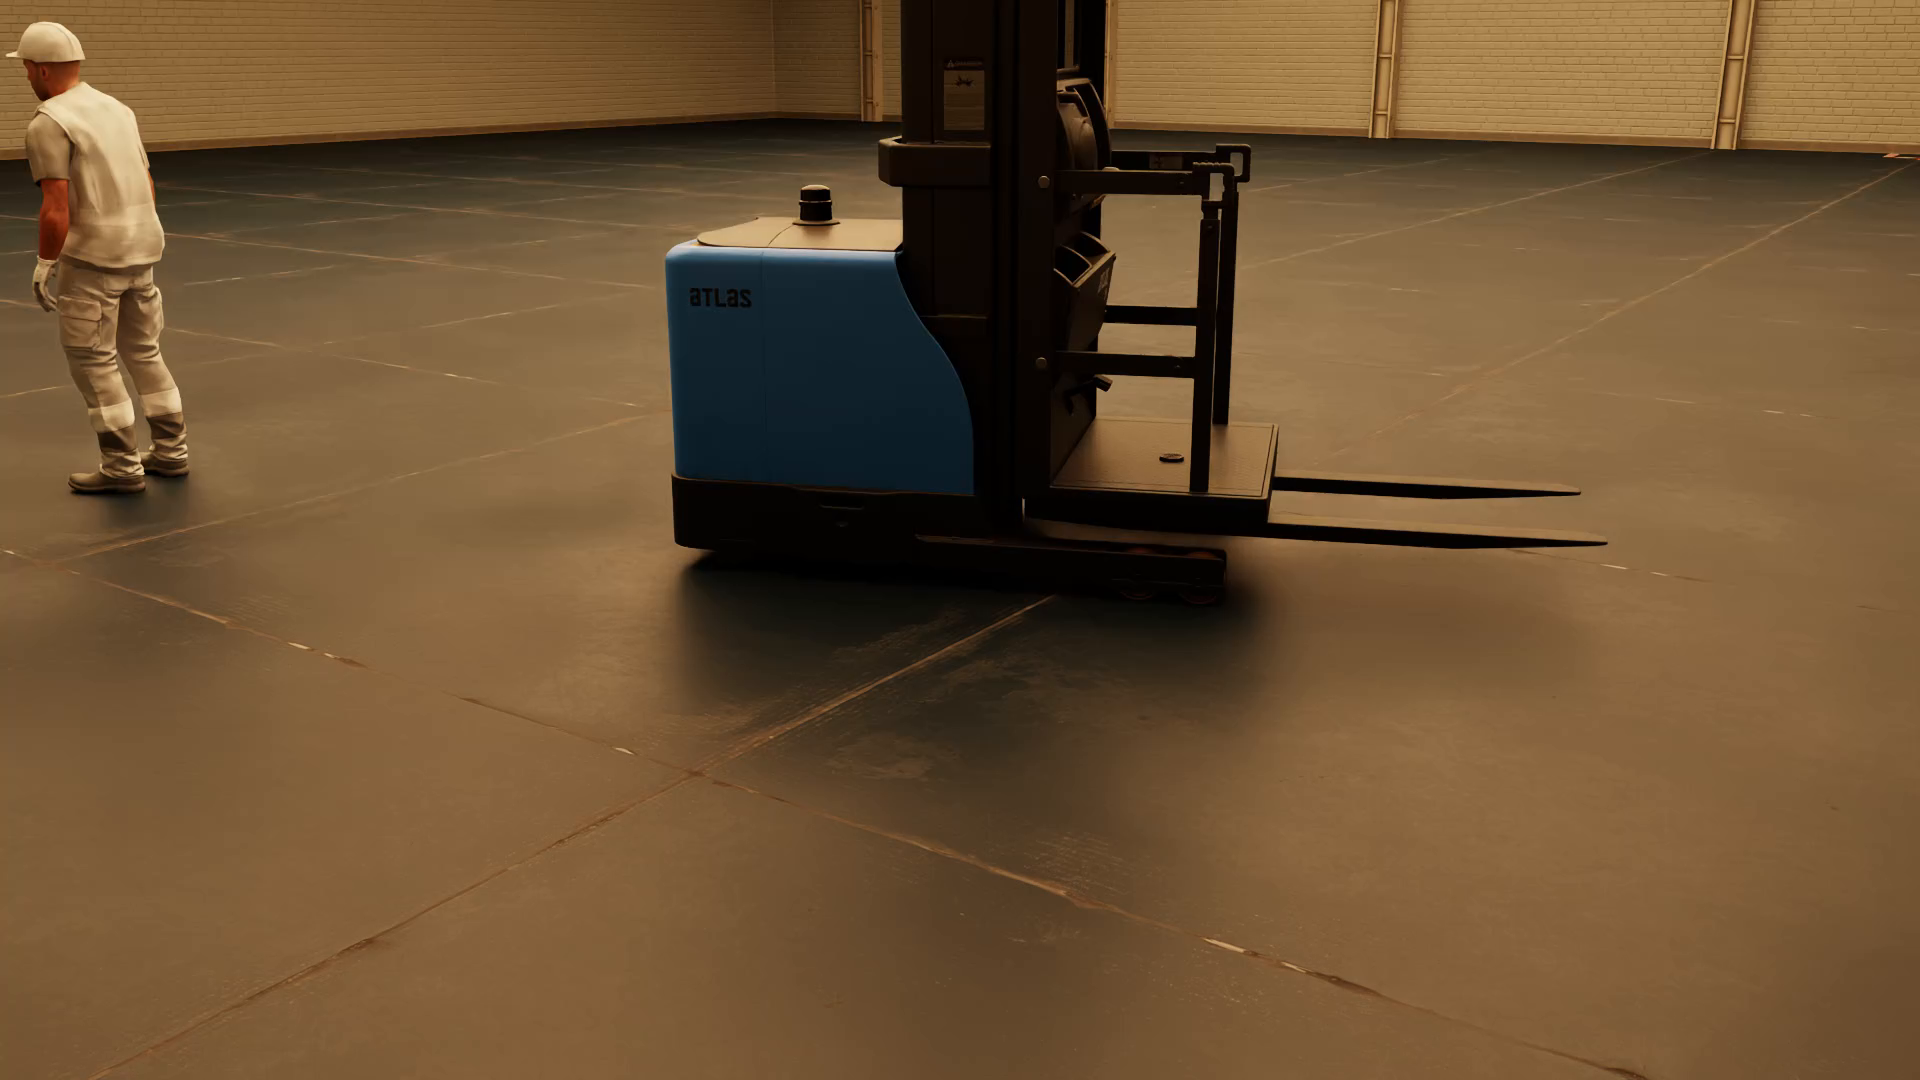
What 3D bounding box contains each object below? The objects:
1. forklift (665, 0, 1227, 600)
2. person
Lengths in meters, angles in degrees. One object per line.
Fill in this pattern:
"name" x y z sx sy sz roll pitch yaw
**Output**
"forklift" 0.595 -1.367 5.404 3.031 2.935 1.130 4 17 12
"person" -3.342 -1.105 6.443 0.445 1.723 0.623 4 17 12
